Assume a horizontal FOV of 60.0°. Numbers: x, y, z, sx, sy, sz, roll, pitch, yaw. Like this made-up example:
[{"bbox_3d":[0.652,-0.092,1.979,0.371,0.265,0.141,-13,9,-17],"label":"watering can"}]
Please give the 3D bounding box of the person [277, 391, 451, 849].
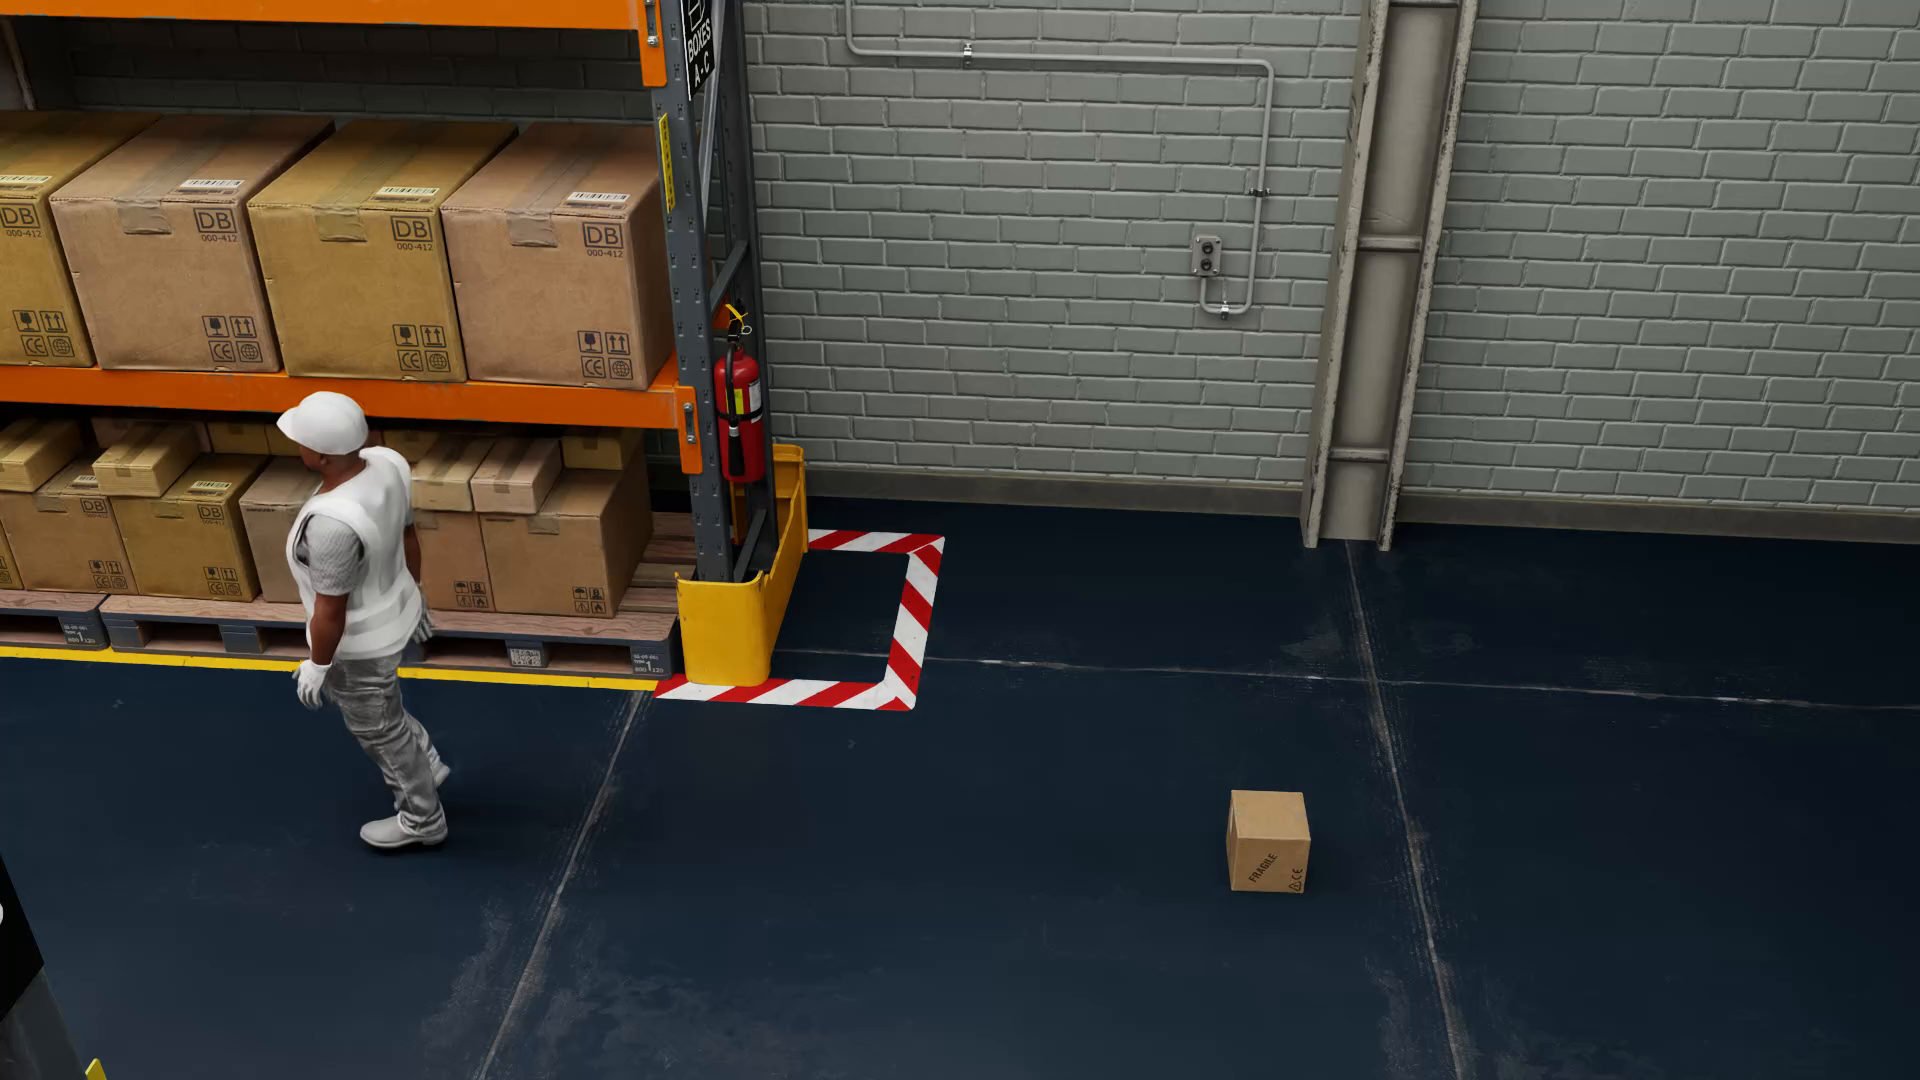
[{"bbox_3d":[-2.037,0.310,5.585,0.459,1.805,0.551,0,32,1],"label":"person"}]
